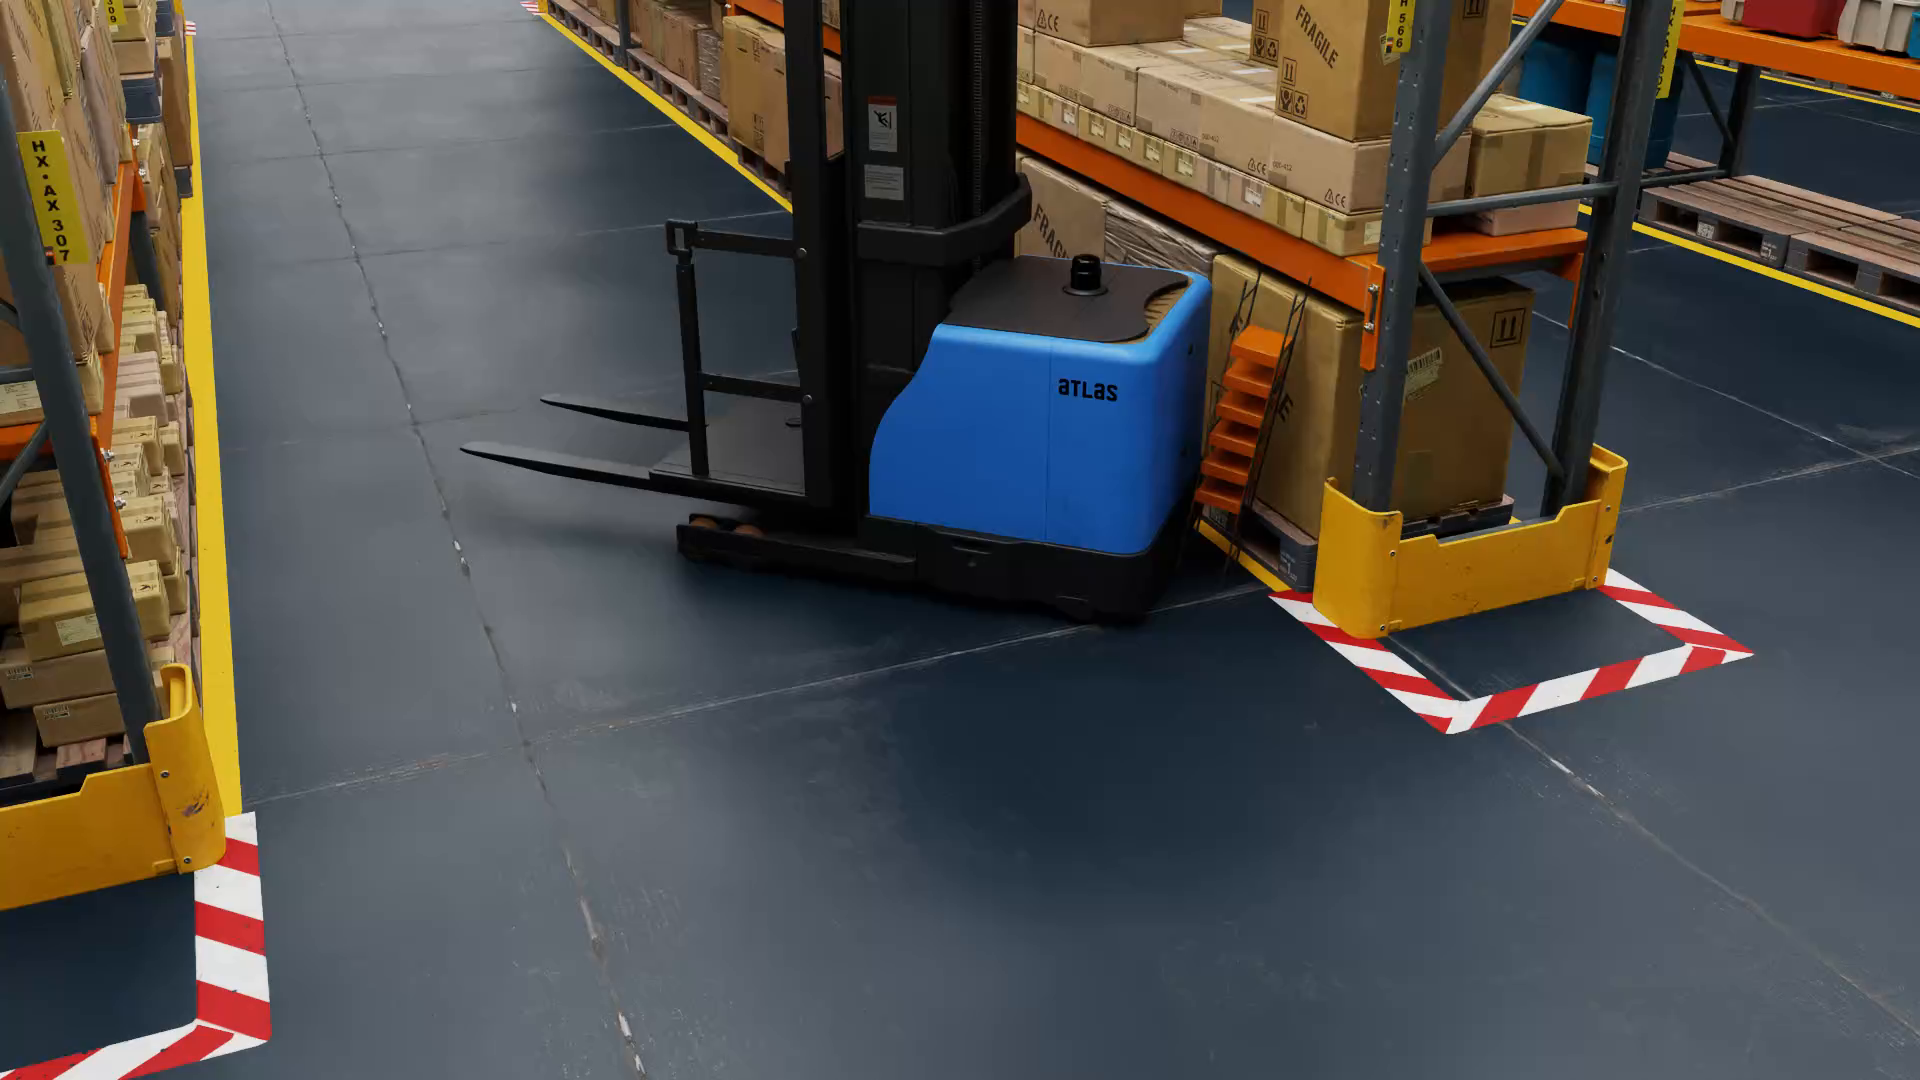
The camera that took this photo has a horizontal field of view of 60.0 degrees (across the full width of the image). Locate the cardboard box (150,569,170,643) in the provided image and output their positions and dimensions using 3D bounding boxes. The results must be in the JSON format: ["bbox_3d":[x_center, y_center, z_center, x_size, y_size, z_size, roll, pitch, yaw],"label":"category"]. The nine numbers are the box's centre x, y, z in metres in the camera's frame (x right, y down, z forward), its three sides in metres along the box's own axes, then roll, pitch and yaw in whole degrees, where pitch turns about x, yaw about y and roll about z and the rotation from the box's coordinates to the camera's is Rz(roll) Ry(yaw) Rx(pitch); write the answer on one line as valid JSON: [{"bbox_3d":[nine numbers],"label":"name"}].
[{"bbox_3d":[-2.729,0.237,5.278,0.380,0.149,0.250,-11,28,-21],"label":"cardboard box"}]

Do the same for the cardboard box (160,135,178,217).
[{"bbox_3d":[-5.140,-2.210,10.229,0.500,0.500,0.500,-9,28,-19],"label":"cardboard box"}]

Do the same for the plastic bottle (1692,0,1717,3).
[{"bbox_3d":[5.034,-3.815,11.202,0.144,0.351,0.185,-11,28,-21],"label":"plastic bottle"}]

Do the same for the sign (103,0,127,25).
[{"bbox_3d":[-3.775,-2.446,7.355,0.100,0.325,0.005,-11,28,-21],"label":"sign"}]

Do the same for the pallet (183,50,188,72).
[{"bbox_3d":[-7.630,-4.258,15.230,1.003,0.211,1.213,-11,28,-21],"label":"pallet"}]

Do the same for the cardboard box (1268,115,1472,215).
[{"bbox_3d":[1.464,-1.374,5.977,0.500,0.250,0.500,-11,28,-21],"label":"cardboard box"}]

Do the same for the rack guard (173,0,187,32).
[{"bbox_3d":[-8.980,-5.692,17.838,1.175,0.500,0.348,-11,28,-21],"label":"rack guard"}]

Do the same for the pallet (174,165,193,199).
[{"bbox_3d":[-6.078,-2.654,11.945,1.003,0.211,1.213,-11,28,-21],"label":"pallet"}]

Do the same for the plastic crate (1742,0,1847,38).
[{"bbox_3d":[5.008,-3.276,9.899,0.402,0.464,0.583,-11,28,-21],"label":"plastic crate"}]

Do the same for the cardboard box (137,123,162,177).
[{"bbox_3d":[-4.724,-2.128,9.206,0.500,0.250,0.500,-9,28,-19],"label":"cardboard box"}]

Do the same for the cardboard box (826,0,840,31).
[{"bbox_3d":[-0.501,-3.370,10.119,0.500,0.500,0.500,-11,28,-21],"label":"cardboard box"}]

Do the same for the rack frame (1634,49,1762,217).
[{"bbox_3d":[4.889,-3.624,10.753,1.000,3.000,0.127,-11,28,-21],"label":"rack frame"}]

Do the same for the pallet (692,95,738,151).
[{"bbox_3d":[-1.539,-3.450,13.575,1.003,0.211,1.213,-11,28,-21],"label":"pallet"}]

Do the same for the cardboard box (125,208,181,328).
[{"bbox_3d":[-4.317,-1.370,8.508,0.500,0.500,0.500,-9,28,-19],"label":"cardboard box"}]

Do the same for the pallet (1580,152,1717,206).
[{"bbox_3d":[4.625,-2.689,12.017,1.003,0.211,1.213,-11,28,-21],"label":"pallet"}]

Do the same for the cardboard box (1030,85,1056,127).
[{"bbox_3d":[0.553,-2.062,7.840,0.380,0.149,0.250,-11,28,-21],"label":"cardboard box"}]

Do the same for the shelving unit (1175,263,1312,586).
[{"bbox_3d":[1.051,-0.415,6.214,0.189,1.200,0.258,19,31,17],"label":"shelving unit"}]

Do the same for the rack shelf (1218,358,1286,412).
[{"bbox_3d":[1.079,-0.583,6.118,0.180,0.103,0.258,19,31,17],"label":"rack shelf"}]

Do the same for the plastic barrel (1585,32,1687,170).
[{"bbox_3d":[4.692,-3.092,11.577,0.600,0.901,0.708,-11,28,-21],"label":"plastic barrel"}]

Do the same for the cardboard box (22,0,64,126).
[{"bbox_3d":[-2.840,-1.404,4.613,0.500,0.500,0.500,-10,28,-19],"label":"cardboard box"}]

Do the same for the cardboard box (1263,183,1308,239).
[{"bbox_3d":[1.352,-1.237,6.150,0.380,0.149,0.250,-10,28,-20],"label":"cardboard box"}]

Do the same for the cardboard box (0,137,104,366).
[{"bbox_3d":[-2.627,-0.754,4.422,0.500,0.500,0.500,-9,28,-18],"label":"cardboard box"}]

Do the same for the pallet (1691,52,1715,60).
[{"bbox_3d":[7.595,-5.174,17.106,1.003,0.211,1.213,-11,28,-21],"label":"pallet"}]

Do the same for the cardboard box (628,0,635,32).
[{"bbox_3d":[-3.152,-5.466,16.896,0.500,0.500,0.500,-2,26,-4],"label":"cardboard box"}]

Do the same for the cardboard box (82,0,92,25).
[{"bbox_3d":[-3.631,-2.238,6.322,0.500,0.500,0.500,-12,28,-22],"label":"cardboard box"}]

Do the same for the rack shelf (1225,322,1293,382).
[{"bbox_3d":[1.096,-0.687,6.060,0.180,0.103,0.258,19,31,17],"label":"rack shelf"}]

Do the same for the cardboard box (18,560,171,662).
[{"bbox_3d":[-2.598,0.209,4.996,0.380,0.149,0.250,-12,28,-23],"label":"cardboard box"}]

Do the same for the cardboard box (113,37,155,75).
[{"bbox_3d":[-4.003,-2.275,7.798,0.380,0.149,0.250,-12,28,-23],"label":"cardboard box"}]

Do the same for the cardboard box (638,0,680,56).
[{"bbox_3d":[-2.581,-4.825,15.561,0.700,0.500,0.500,-13,29,-25],"label":"cardboard box"}]

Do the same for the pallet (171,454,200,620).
[{"bbox_3d":[-3.494,0.050,6.406,1.003,0.211,1.213,-11,28,-21],"label":"pallet"}]

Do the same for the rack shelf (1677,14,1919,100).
[{"bbox_3d":[5.672,-2.493,9.257,1.077,0.370,4.000,-11,28,-21],"label":"rack shelf"}]

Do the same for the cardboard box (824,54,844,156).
[{"bbox_3d":[-0.288,-2.622,10.644,1.225,0.875,0.875,-12,28,-22],"label":"cardboard box"}]

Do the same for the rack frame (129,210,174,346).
[{"bbox_3d":[-4.272,-1.961,7.348,1.000,3.000,0.127,-11,28,-21],"label":"rack frame"}]

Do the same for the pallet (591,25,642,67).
[{"bbox_3d":[-3.097,-5.014,16.779,1.003,0.211,1.213,-11,28,-21],"label":"pallet"}]

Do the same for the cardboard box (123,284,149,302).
[{"bbox_3d":[-3.893,-1.037,7.548,0.380,0.149,0.250,-10,28,-19],"label":"cardboard box"}]

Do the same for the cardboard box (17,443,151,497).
[{"bbox_3d":[-3.070,-0.205,5.844,0.380,0.149,0.250,-9,28,-19],"label":"cardboard box"}]

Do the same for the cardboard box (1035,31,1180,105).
[{"bbox_3d":[0.673,-2.194,7.657,0.500,0.250,0.500,-10,28,-19],"label":"cardboard box"}]

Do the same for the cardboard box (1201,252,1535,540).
[{"bbox_3d":[1.574,-0.636,6.577,0.875,0.875,0.875,-11,28,-21],"label":"cardboard box"}]

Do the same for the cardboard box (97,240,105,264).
[{"bbox_3d":[-3.188,-1.041,5.751,0.380,0.149,0.250,-10,28,-19],"label":"cardboard box"}]

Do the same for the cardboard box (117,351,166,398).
[{"bbox_3d":[-3.431,-0.630,6.714,0.380,0.149,0.250,-12,28,-23],"label":"cardboard box"}]

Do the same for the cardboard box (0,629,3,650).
[{"bbox_3d":[-3.321,0.362,5.361,0.380,0.149,0.250,-11,28,-21],"label":"cardboard box"}]

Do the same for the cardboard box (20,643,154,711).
[{"bbox_3d":[-2.794,0.388,5.307,0.380,0.149,0.250,-11,28,-21],"label":"cardboard box"}]

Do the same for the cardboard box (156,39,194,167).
[{"bbox_3d":[-5.994,-3.015,11.592,1.050,0.750,0.750,-11,28,-21],"label":"cardboard box"}]

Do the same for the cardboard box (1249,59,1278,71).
[{"bbox_3d":[1.556,-1.876,7.006,0.500,0.250,0.500,-12,28,-22],"label":"cardboard box"}]

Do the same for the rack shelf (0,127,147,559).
[{"bbox_3d":[-3.488,-0.830,5.852,1.077,0.370,4.000,-11,28,-21],"label":"rack shelf"}]

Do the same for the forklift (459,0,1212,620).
[{"bbox_3d":[-0.587,-1.412,6.302,3.031,2.935,1.130,9,27,18],"label":"forklift"}]

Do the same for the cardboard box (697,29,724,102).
[{"bbox_3d":[-1.744,-3.951,13.770,0.700,0.500,0.500,-13,29,-25],"label":"cardboard box"}]

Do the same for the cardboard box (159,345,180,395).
[{"bbox_3d":[-3.617,-0.718,7.232,0.380,0.149,0.250,-12,28,-22],"label":"cardboard box"}]

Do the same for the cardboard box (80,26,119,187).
[{"bbox_3d":[-3.426,-1.582,6.119,0.500,0.500,0.500,-11,28,-21],"label":"cardboard box"}]

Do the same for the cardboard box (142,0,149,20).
[{"bbox_3d":[-4.207,-2.617,8.160,0.380,0.149,0.250,-10,28,-19],"label":"cardboard box"}]

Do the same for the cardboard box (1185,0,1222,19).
[{"bbox_3d":[0.950,-2.833,8.111,0.500,0.500,0.500,-10,28,-20],"label":"cardboard box"}]

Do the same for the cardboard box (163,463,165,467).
[{"bbox_3d":[-3.359,-0.234,6.582,0.380,0.149,0.250,-10,28,-20],"label":"cardboard box"}]

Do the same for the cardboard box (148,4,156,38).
[{"bbox_3d":[-4.408,-2.692,8.652,0.380,0.149,0.250,-12,28,-23],"label":"cardboard box"}]

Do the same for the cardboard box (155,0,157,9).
[{"bbox_3d":[-4.824,-3.118,9.524,0.380,0.149,0.250,-12,28,-23],"label":"cardboard box"}]

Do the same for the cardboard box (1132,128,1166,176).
[{"bbox_3d":[0.952,-1.649,6.994,0.380,0.149,0.250,-10,28,-20],"label":"cardboard box"}]
